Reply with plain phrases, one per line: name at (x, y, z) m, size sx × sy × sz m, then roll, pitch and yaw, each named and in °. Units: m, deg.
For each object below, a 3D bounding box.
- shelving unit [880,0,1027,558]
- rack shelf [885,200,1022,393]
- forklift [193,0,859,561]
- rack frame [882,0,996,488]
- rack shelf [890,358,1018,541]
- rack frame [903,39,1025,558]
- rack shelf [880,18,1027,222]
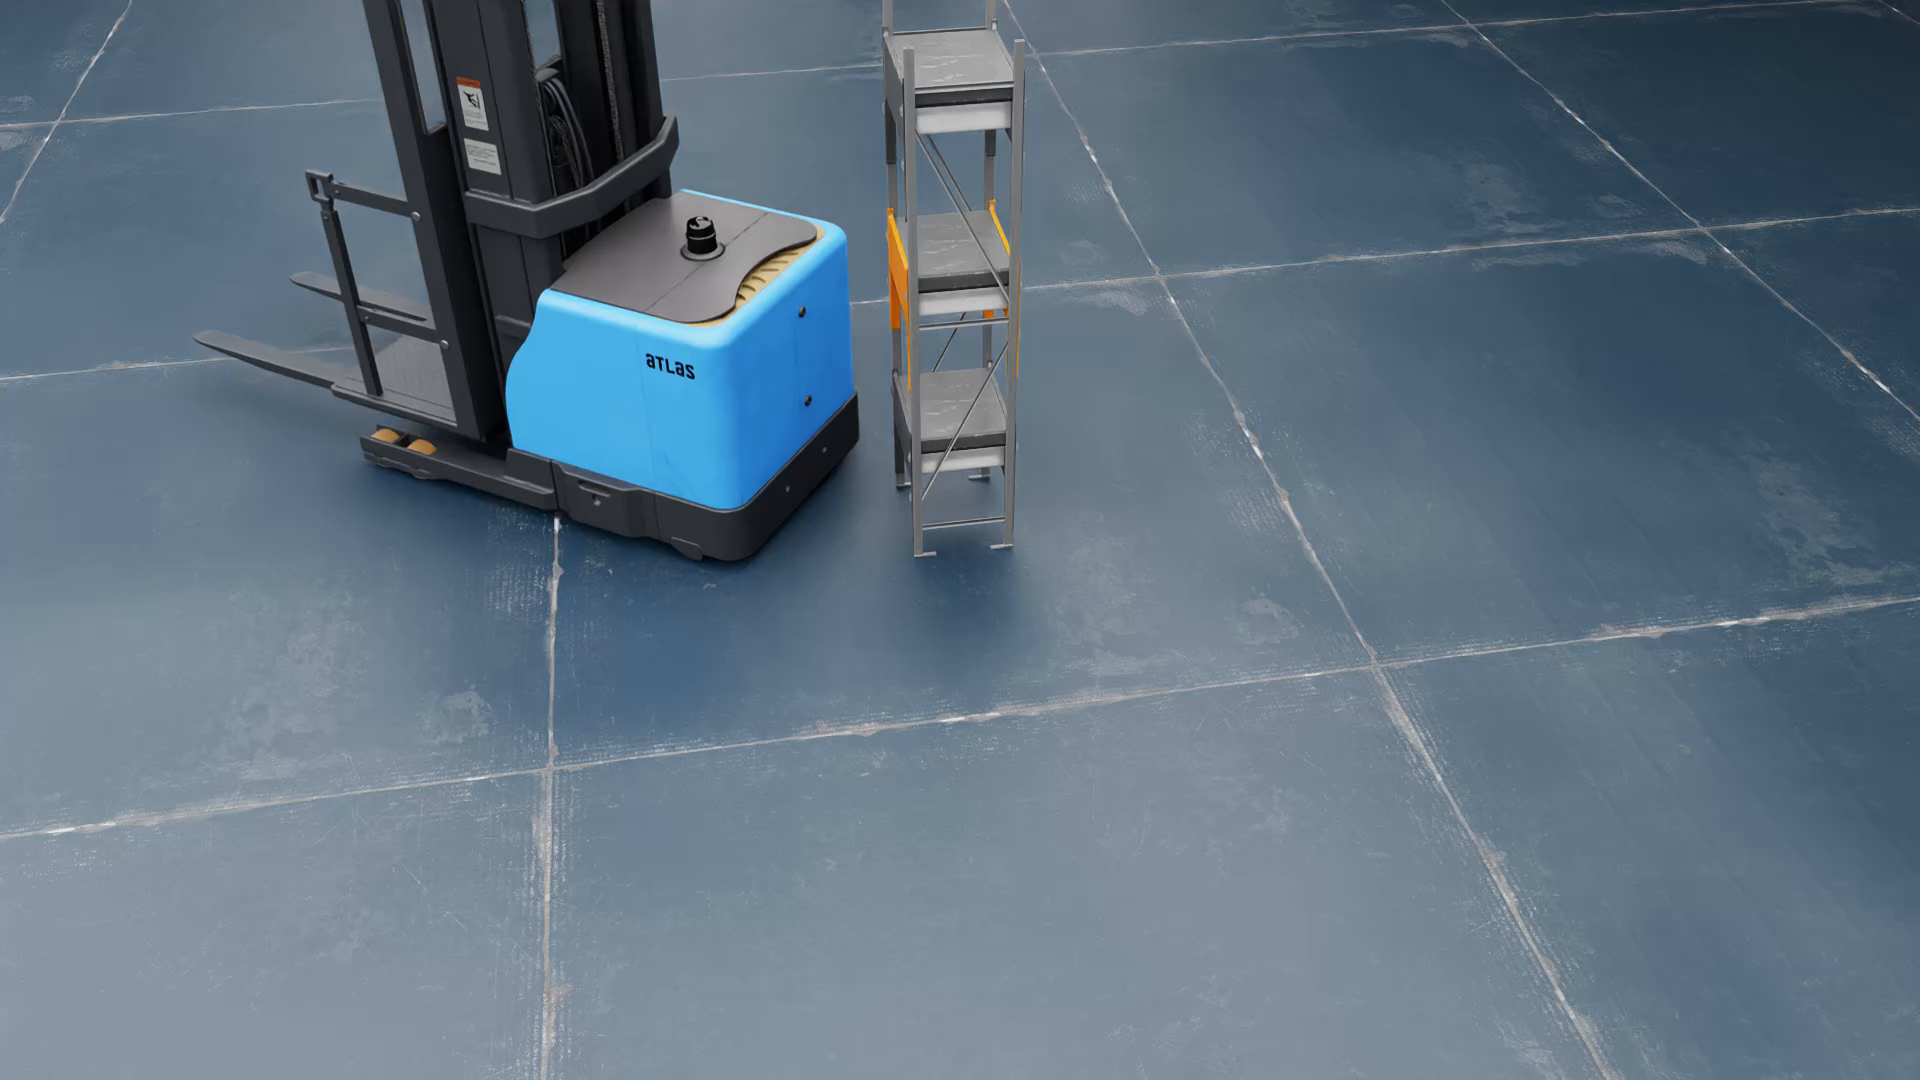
shelving unit at (-0.029, -0.929, 6.235) m, size 0.431 × 2.100 × 0.503 m, roll -6°, pitch 38°, yaw -8°
rack shelf at (-0.029, -0.918, 6.243) m, size 0.431 × 0.518 × 0.480 m, roll -6°, pitch 38°, yaw -8°
forklift at (-1.992, -1.689, 6.535) m, size 3.031 × 2.935 × 1.130 m, roll 16°, pitch 41°, yaw 20°
rack frame at (-0.072, -1.077, 6.424) m, size 0.400 × 2.100 × 0.015 m, roll -6°, pitch 38°, yaw -8°
rack shelf at (-0.029, -0.366, 6.672) m, size 0.431 × 0.518 × 0.480 m, roll -6°, pitch 38°, yaw -8°
rack frame at (0.014, -0.782, 6.045) m, size 0.400 × 2.100 × 0.015 m, roll -6°, pitch 38°, yaw -8°
rack shelf at (-0.029, -1.471, 5.813) m, size 0.431 × 0.518 × 0.480 m, roll -6°, pitch 38°, yaw -8°
